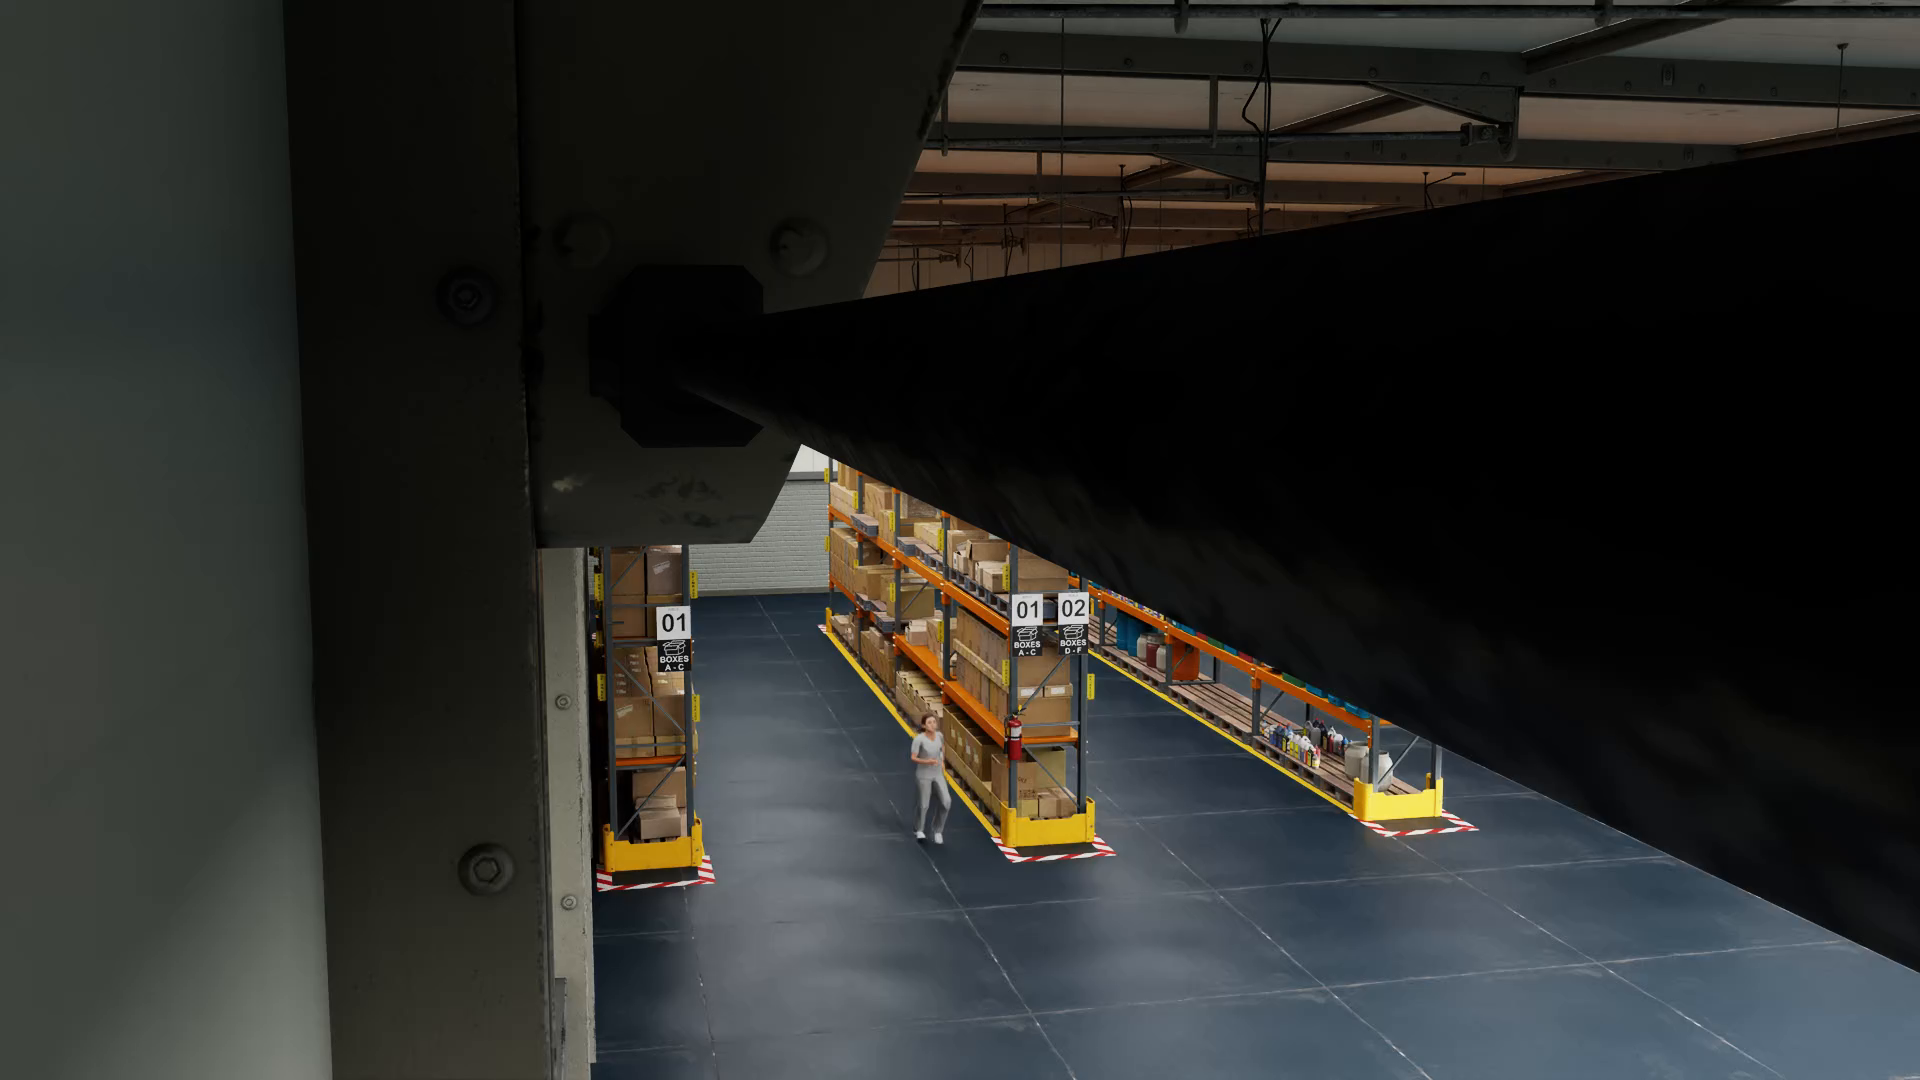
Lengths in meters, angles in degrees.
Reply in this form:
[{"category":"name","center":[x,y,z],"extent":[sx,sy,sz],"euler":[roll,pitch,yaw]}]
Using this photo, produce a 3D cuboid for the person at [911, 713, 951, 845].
[{"category":"person","center":[-0.368,3.023,21.019],"extent":[0.565,1.703,0.648],"euler":[-4,8,-28]}]
